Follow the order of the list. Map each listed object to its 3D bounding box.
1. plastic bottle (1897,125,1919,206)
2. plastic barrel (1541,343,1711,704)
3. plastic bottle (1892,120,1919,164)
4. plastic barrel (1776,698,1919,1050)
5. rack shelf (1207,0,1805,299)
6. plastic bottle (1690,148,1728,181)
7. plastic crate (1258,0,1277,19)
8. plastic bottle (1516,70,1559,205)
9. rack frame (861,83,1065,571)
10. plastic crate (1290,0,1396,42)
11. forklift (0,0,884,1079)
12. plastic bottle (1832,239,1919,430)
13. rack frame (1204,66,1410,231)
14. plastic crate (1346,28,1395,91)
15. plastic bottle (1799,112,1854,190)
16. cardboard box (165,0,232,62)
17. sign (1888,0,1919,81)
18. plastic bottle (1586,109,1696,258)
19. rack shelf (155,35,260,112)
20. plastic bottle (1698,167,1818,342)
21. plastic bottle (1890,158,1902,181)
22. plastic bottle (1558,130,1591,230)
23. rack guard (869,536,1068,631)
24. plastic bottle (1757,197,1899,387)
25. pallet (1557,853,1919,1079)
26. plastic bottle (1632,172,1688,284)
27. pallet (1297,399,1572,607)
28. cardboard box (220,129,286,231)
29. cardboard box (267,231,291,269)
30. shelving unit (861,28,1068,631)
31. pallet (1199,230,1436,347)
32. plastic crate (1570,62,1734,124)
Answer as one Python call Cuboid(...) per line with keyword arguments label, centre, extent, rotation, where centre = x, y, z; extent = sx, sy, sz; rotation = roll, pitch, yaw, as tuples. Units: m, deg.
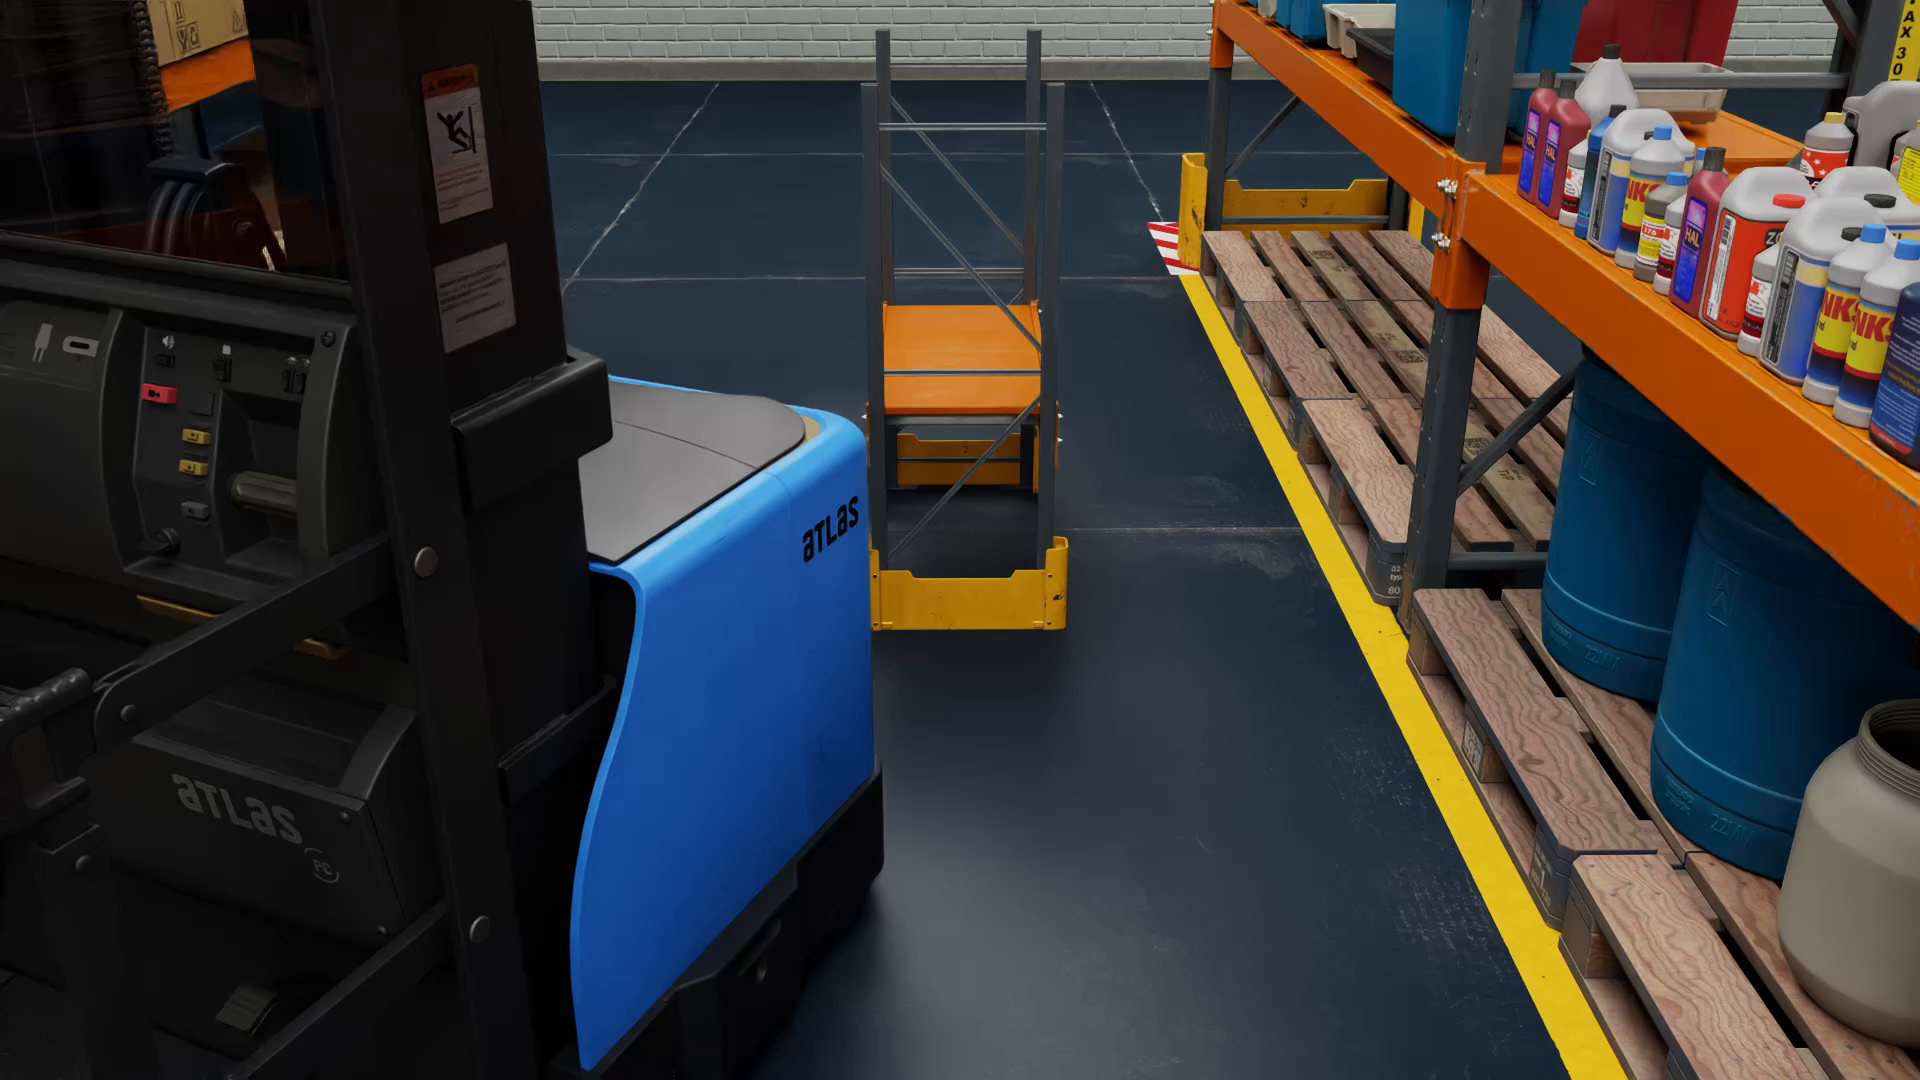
Cuboid(label="plastic bottle", centre=(1.942, -0.719, 3.260), extent=(0.144, 0.351, 0.185), rotation=(0, 24, -1))
Cuboid(label="plastic barrel", centre=(1.737, -0.130, 3.935), extent=(0.600, 0.901, 0.708), rotation=(0, 24, -1))
Cuboid(label="plastic bottle", centre=(2.105, -0.820, 3.665), extent=(0.097, 0.201, 0.097), rotation=(0, 24, 0))
Cuboid(label="plastic barrel", centre=(1.662, 0.572, 2.855), extent=(0.421, 0.512, 0.421), rotation=(0, 24, 0))
Cuboid(label="rack shelf", centre=(1.727, -1.616, 6.056), extent=(1.077, 0.370, 4.000), rotation=(0, 24, -1))
Cuboid(label="plastic bottle", centre=(1.501, -0.694, 3.385), extent=(0.097, 0.201, 0.097), rotation=(0, 24, 0))
Cuboid(label="plastic crate", centre=(1.307, -2.160, 6.632), extent=(0.250, 0.136, 0.298), rotation=(0, 24, -1))
Cuboid(label="plastic bottle", centre=(1.326, -0.913, 3.771), extent=(0.061, 0.283, 0.133), rotation=(0, 24, -1))
Cuboid(label="rack frame", centre=(0.006, -0.439, 4.400), extent=(0.500, 1.500, 0.032), rotation=(0, 24, -1))
Cuboid(label="plastic crate", centre=(1.396, -1.949, 6.050), extent=(0.416, 0.233, 0.300), rotation=(0, 24, -1))
Cuboid(label="forklift", centre=(-1.241, -0.129, 1.978), extent=(1.130, 2.935, 3.031), rotation=(11, 27, 23))
Cuboid(label="plastic bottle", centre=(1.360, -0.303, 2.437), extent=(0.097, 0.271, 0.097), rotation=(0, 24, 0))
Cuboid(label="rack frame", centre=(1.705, -2.768, 7.730), extent=(1.000, 3.000, 0.127), rotation=(0, 24, -1))
Cuboid(label="plastic crate", centre=(1.468, -1.481, 5.147), extent=(0.437, 0.125, 0.590), rotation=(0, 24, -1))
Cuboid(label="plastic bottle", centre=(1.952, -0.860, 3.752), extent=(0.097, 0.201, 0.097), rotation=(0, 24, 0))
Cuboid(label="cardboard box", centre=(-2.957, -1.982, 5.871), extent=(0.500, 0.500, 0.500), rotation=(-1, 24, -1))
Cuboid(label="sign", centre=(2.299, -1.247, 4.032), extent=(0.100, 0.325, 0.005), rotation=(0, 24, -1))
Cuboid(label="plastic bottle", centre=(1.377, -0.720, 3.352), extent=(0.152, 0.276, 0.135), rotation=(0, 24, -1))
Cuboid(label="rack shelf", centre=(-3.226, -1.595, 6.010), extent=(1.077, 0.370, 4.000), rotation=(0, 24, -1))
Cuboid(label="plastic bottle", centre=(1.383, -0.489, 2.842), extent=(0.152, 0.276, 0.135), rotation=(0, 24, -1))
Cuboid(label="plastic bottle", centre=(1.956, -0.709, 3.419), extent=(0.097, 0.201, 0.097), rotation=(0, 24, 0))
Cuboid(label="plastic bottle", centre=(1.347, -0.773, 3.561), extent=(0.097, 0.201, 0.097), rotation=(0, 24, 0))
Cuboid(label="rack guard", centre=(0.006, 0.123, 4.675), extent=(0.587, 0.250, 0.087), rotation=(0, 24, -1))
Cuboid(label="plastic bottle", centre=(1.385, -0.393, 2.630), extent=(0.152, 0.276, 0.135), rotation=(0, 24, -1))
Cuboid(label="pallet", centre=(1.732, 0.973, 2.842), extent=(1.003, 0.211, 1.213), rotation=(0, 24, -1))
Cuboid(label="plastic bottle", centre=(1.352, -0.598, 3.173), extent=(0.097, 0.201, 0.097), rotation=(0, 24, 0))
Cuboid(label="pallet", centre=(1.702, -0.152, 5.329), extent=(1.003, 0.211, 1.213), rotation=(0, 24, -1))
Cuboid(label="cardboard box", centre=(-2.996, -1.586, 7.615), extent=(0.500, 0.500, 0.500), rotation=(0, 24, -1))
Cuboid(label="cardboard box", centre=(-3.016, -1.080, 6.801), extent=(0.500, 0.250, 0.500), rotation=(0, 24, -1))
Cuboid(label="shelving unit", centre=(0.001, -0.652, 4.871), extent=(0.587, 1.500, 1.083), rotation=(0, 24, -1))
Cuboid(label="pallet", centre=(1.675, -1.157, 7.552), extent=(1.003, 0.211, 1.213), rotation=(0, 24, -1))
Cuboid(label="plastic crate", centre=(1.886, -1.219, 4.553), extent=(0.396, 0.136, 0.243), rotation=(0, 24, -1))
